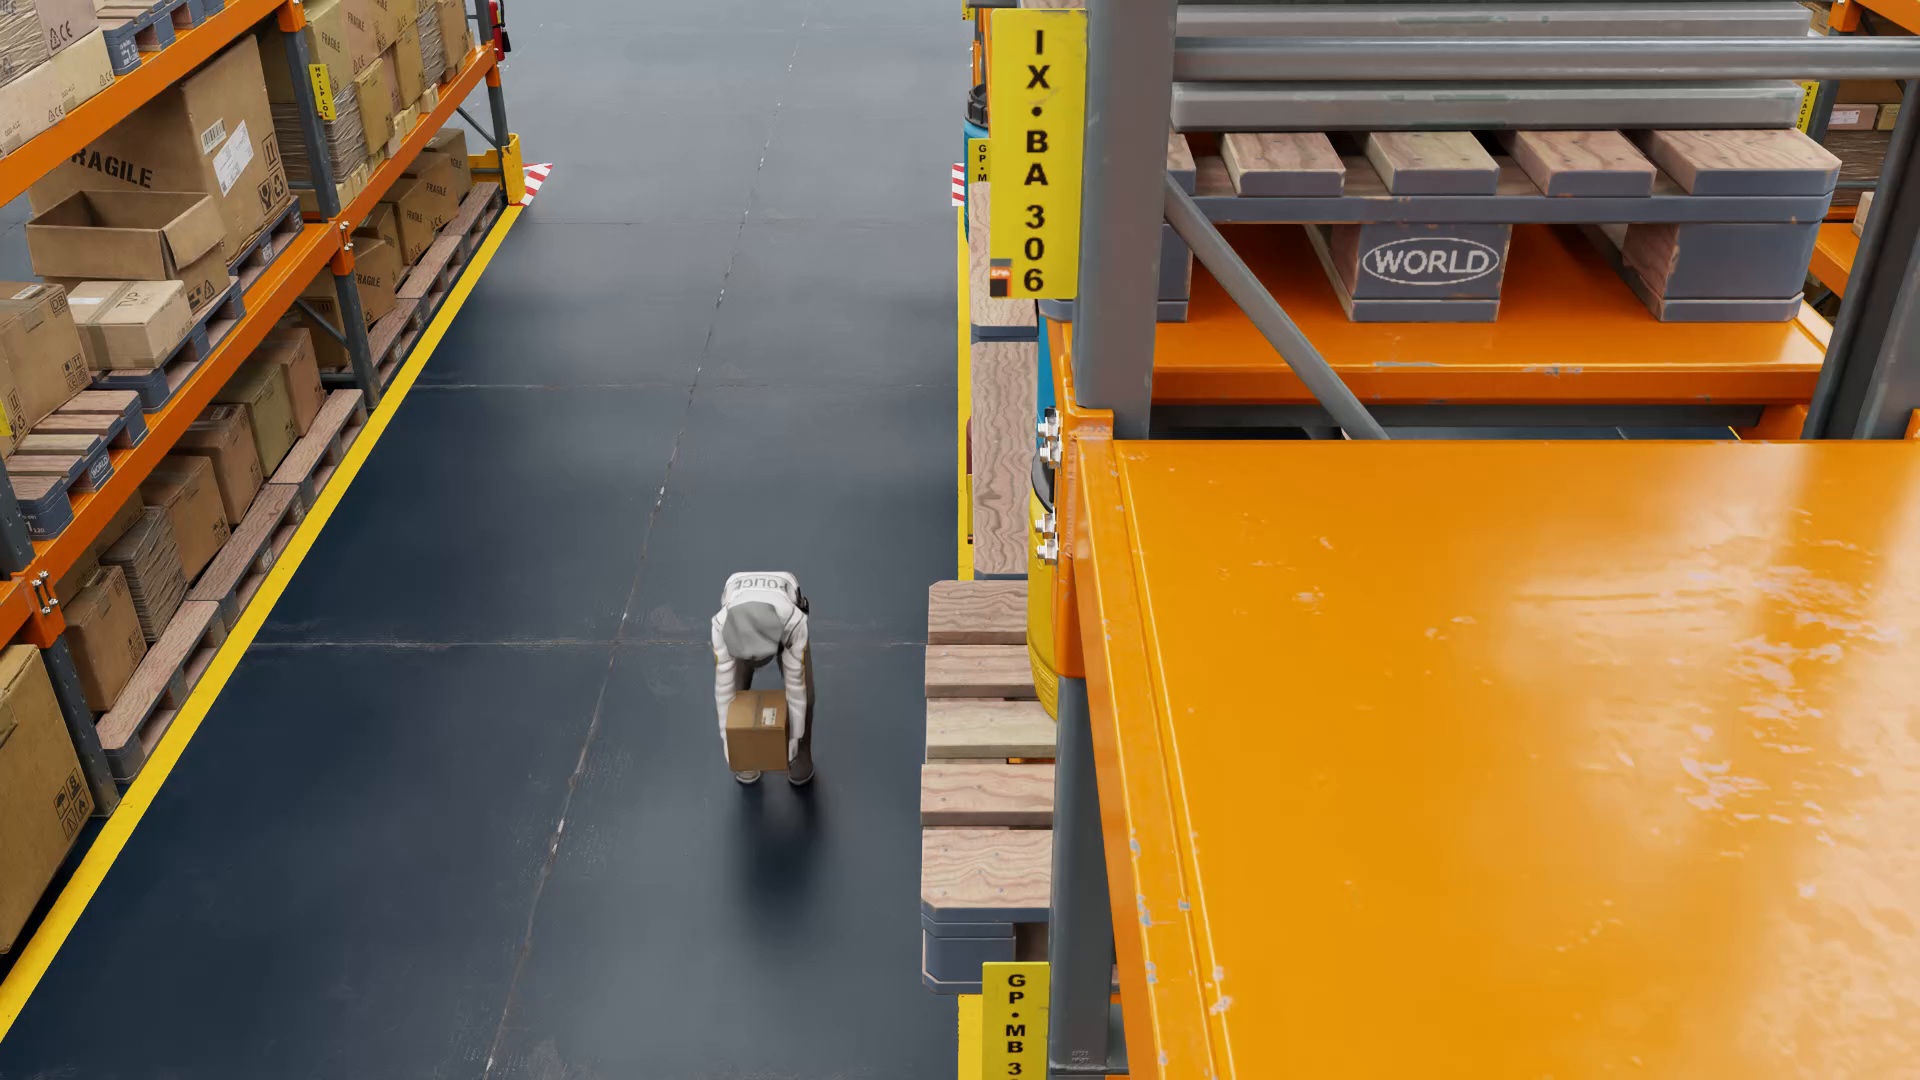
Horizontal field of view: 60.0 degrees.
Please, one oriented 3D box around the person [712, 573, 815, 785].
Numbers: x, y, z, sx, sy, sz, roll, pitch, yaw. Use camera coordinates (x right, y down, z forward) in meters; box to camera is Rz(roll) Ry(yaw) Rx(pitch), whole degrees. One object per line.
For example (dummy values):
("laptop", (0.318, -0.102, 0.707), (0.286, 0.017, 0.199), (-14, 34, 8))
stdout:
("person", (-0.860, 0.643, 7.301), (0.423, 1.240, 0.897), (-1, 32, -2))
